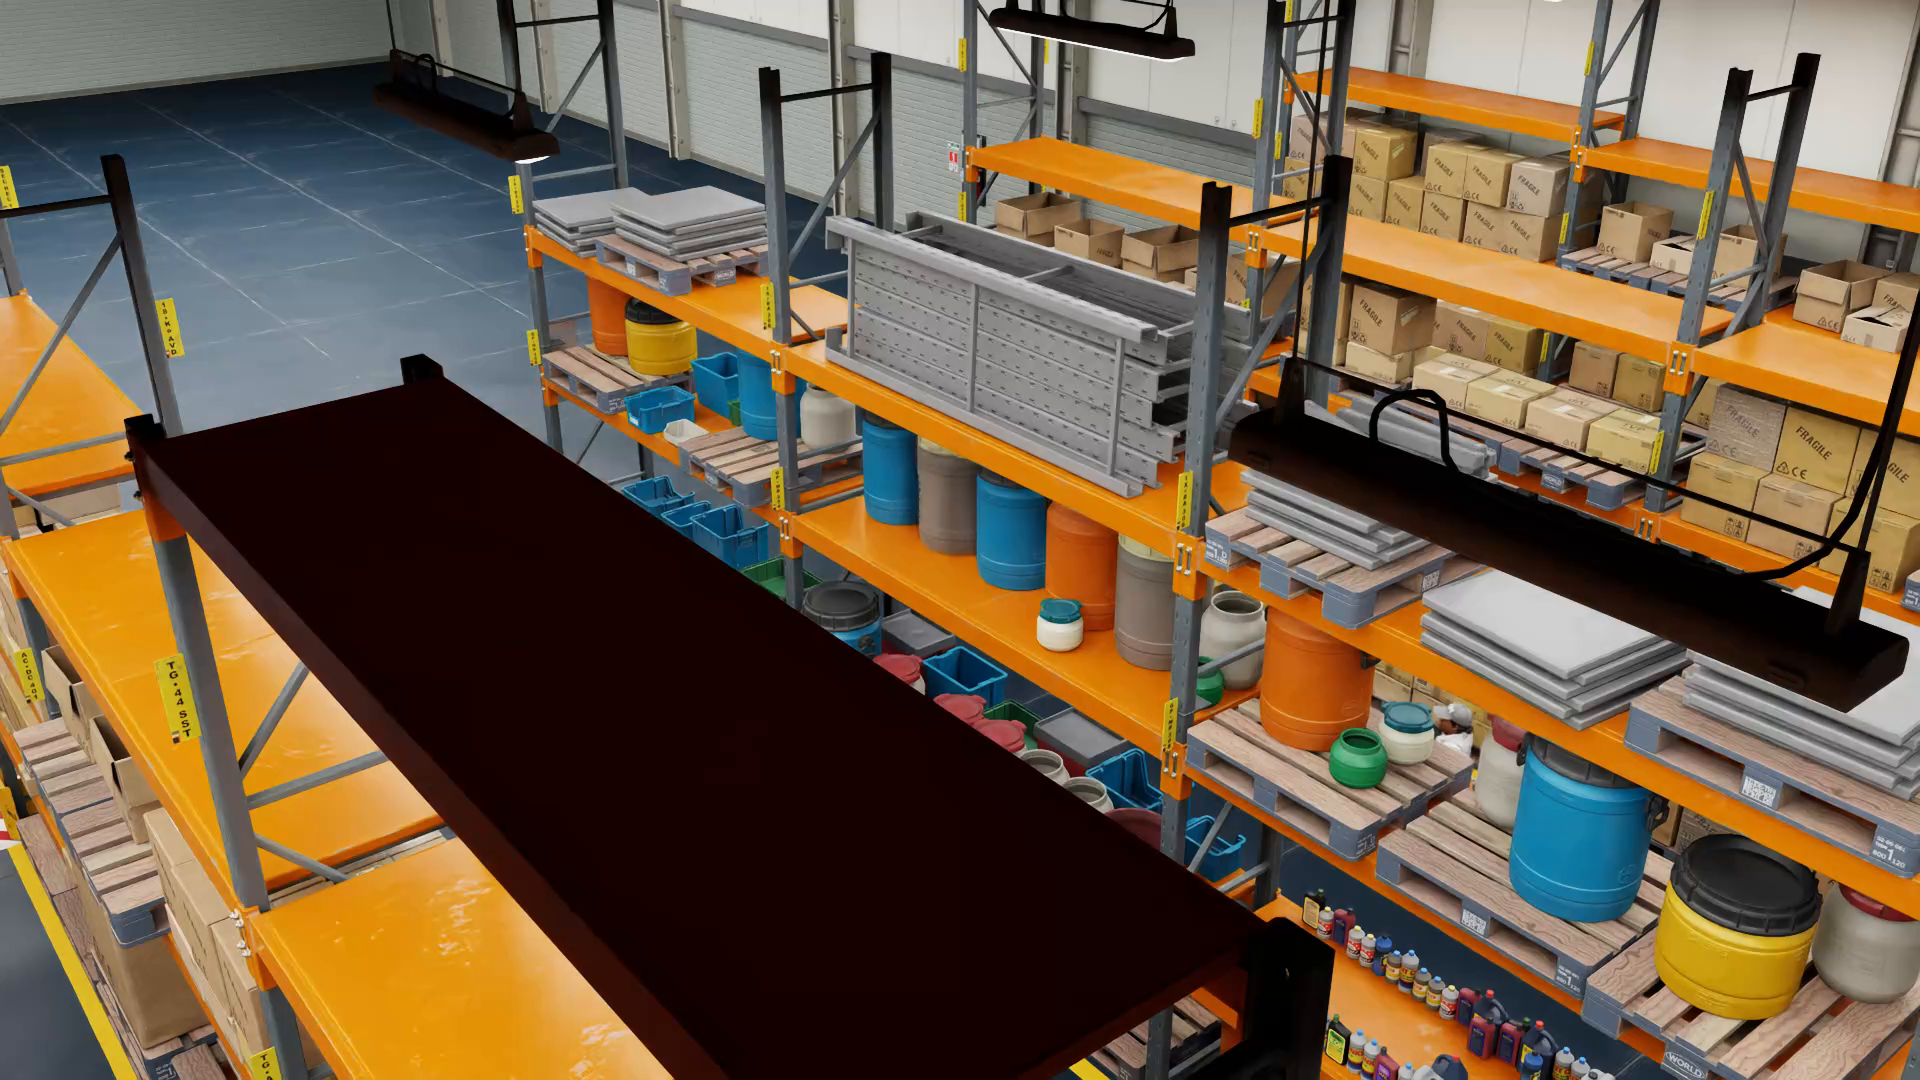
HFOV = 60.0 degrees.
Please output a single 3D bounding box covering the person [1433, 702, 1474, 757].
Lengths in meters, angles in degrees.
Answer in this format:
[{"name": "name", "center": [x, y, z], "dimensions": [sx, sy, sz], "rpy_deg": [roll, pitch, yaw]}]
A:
[{"name": "person", "center": [3.617, 1.915, 12.414], "dimensions": [0.981, 1.612, 0.472], "rpy_deg": [21, 33, 36]}]
